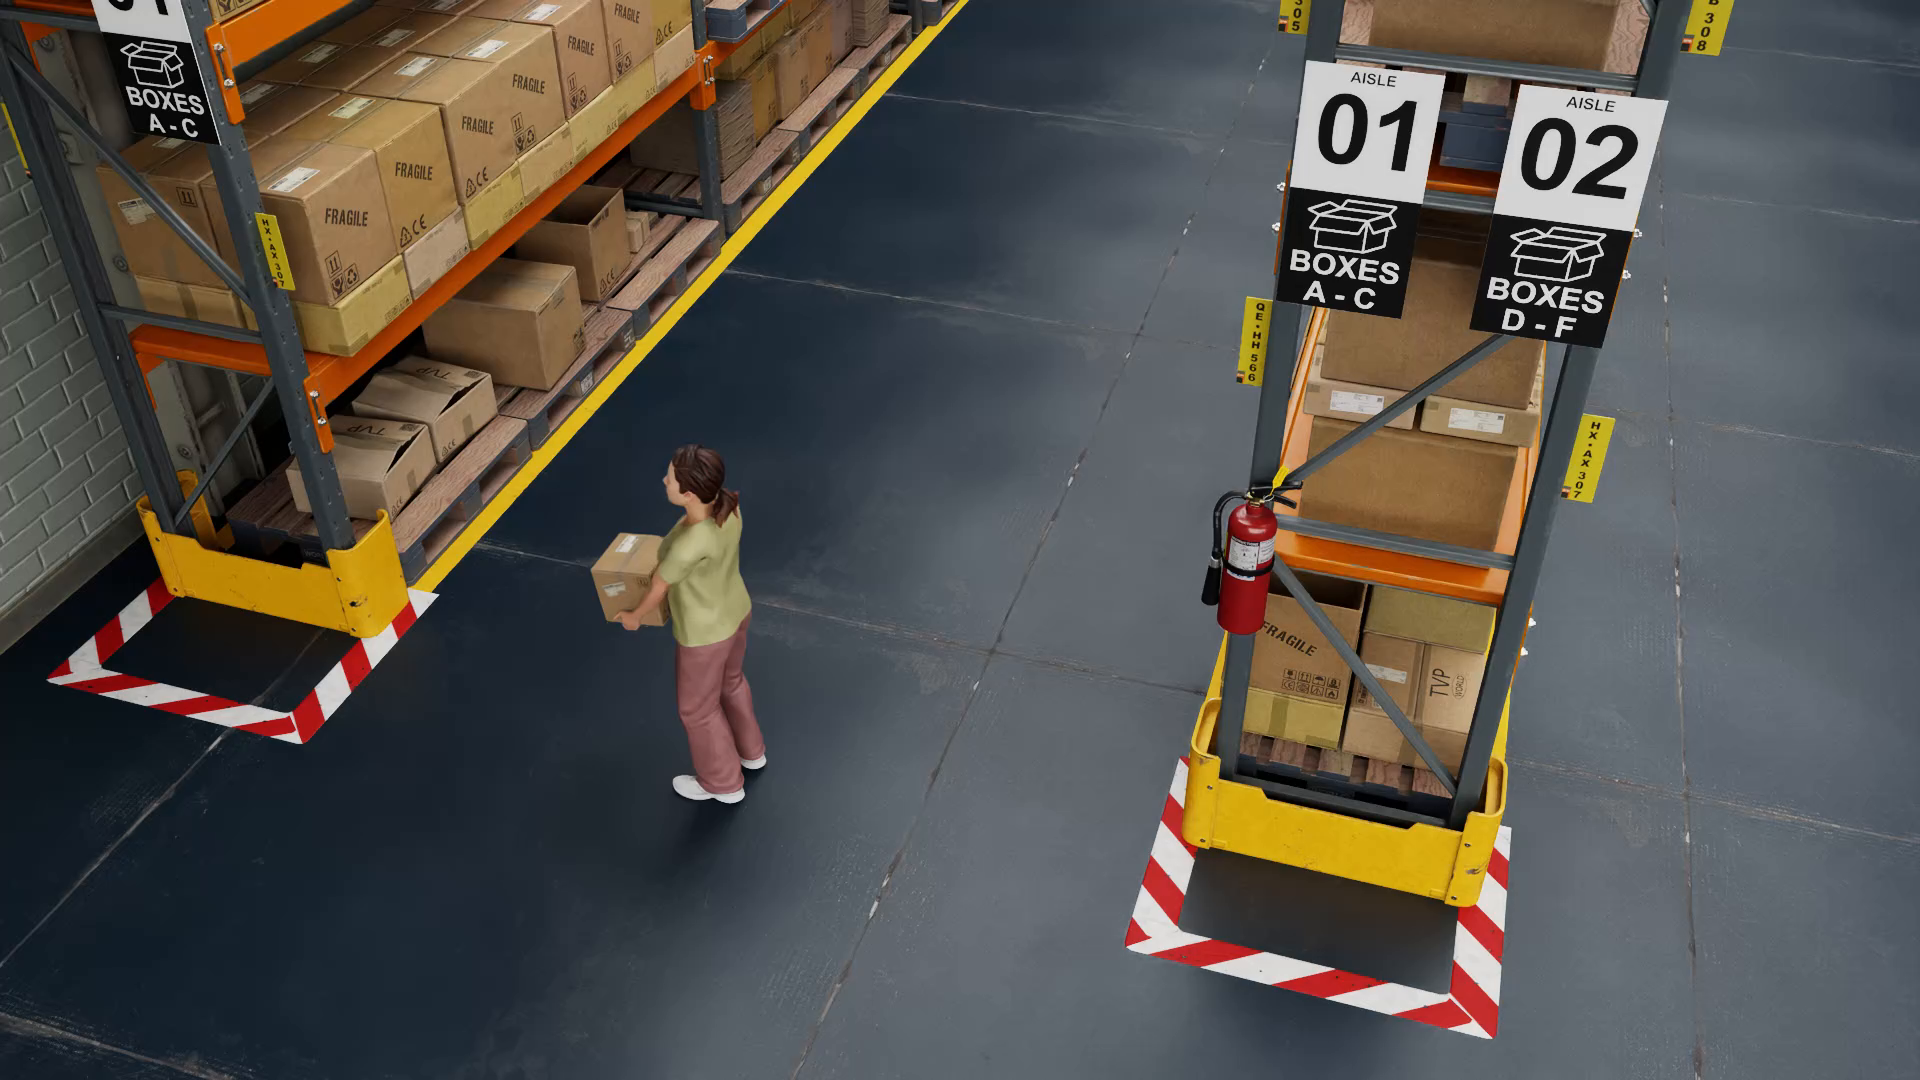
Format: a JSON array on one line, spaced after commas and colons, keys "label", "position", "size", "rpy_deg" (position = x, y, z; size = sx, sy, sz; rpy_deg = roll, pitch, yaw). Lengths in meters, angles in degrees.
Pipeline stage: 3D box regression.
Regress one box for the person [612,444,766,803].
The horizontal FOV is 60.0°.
[{"label": "person", "position": [-1.050, 0.321, 6.478], "size": [0.527, 1.669, 0.405], "rpy_deg": [11, 38, 14]}]
